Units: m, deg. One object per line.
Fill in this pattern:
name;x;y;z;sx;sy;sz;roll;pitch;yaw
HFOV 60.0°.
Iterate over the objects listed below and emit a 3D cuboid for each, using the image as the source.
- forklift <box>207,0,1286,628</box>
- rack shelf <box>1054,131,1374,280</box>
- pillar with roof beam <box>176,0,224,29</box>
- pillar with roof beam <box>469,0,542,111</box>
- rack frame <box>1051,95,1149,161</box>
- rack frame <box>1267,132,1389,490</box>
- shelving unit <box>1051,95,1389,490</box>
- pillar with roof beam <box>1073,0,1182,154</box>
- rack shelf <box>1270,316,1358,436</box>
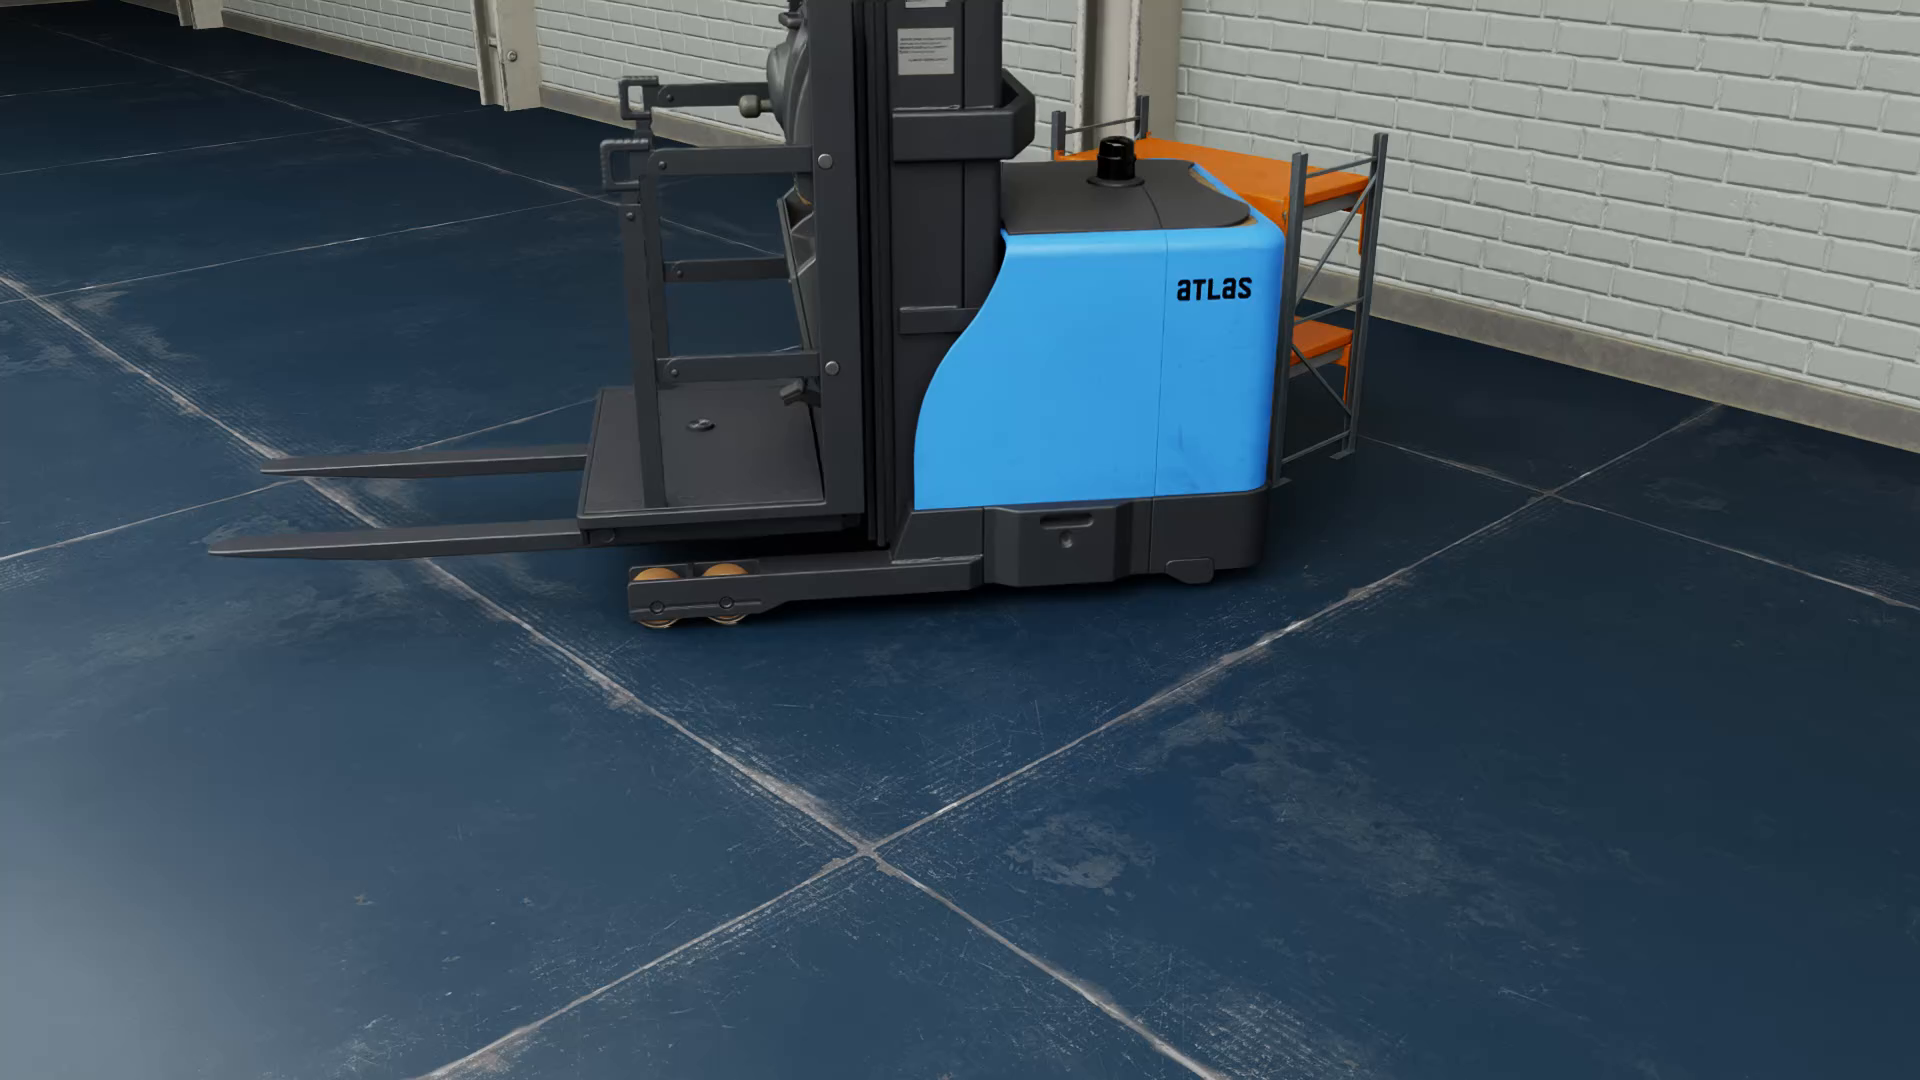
forklift;-0.646;-1.319;4.609;3.031;2.935;1.130;-3;25;-7
rack shelf;0.866;-1.175;5.765;0.538;0.278;1.000;-22;33;-40
pillar with roof beam;-10.550;-7.908;11.742;9.100;9.000;0.400;-21;32;-38
pillar with roof beam;-6.449;-6.090;7.758;9.100;9.000;0.400;-21;32;-38
rack frame;0.510;-1.059;6.216;0.500;1.125;0.032;-22;33;-40
rack frame;1.222;-0.758;5.557;0.500;1.125;0.032;-22;33;-40
shelving unit;0.866;-0.909;5.886;0.538;1.125;1.048;-22;33;-40
pillar with roof beam;-2.348;-4.272;3.773;9.100;9.000;0.400;-21;32;-38
rack shelf;0.866;-0.686;5.988;0.538;0.278;1.000;-22;33;-40
